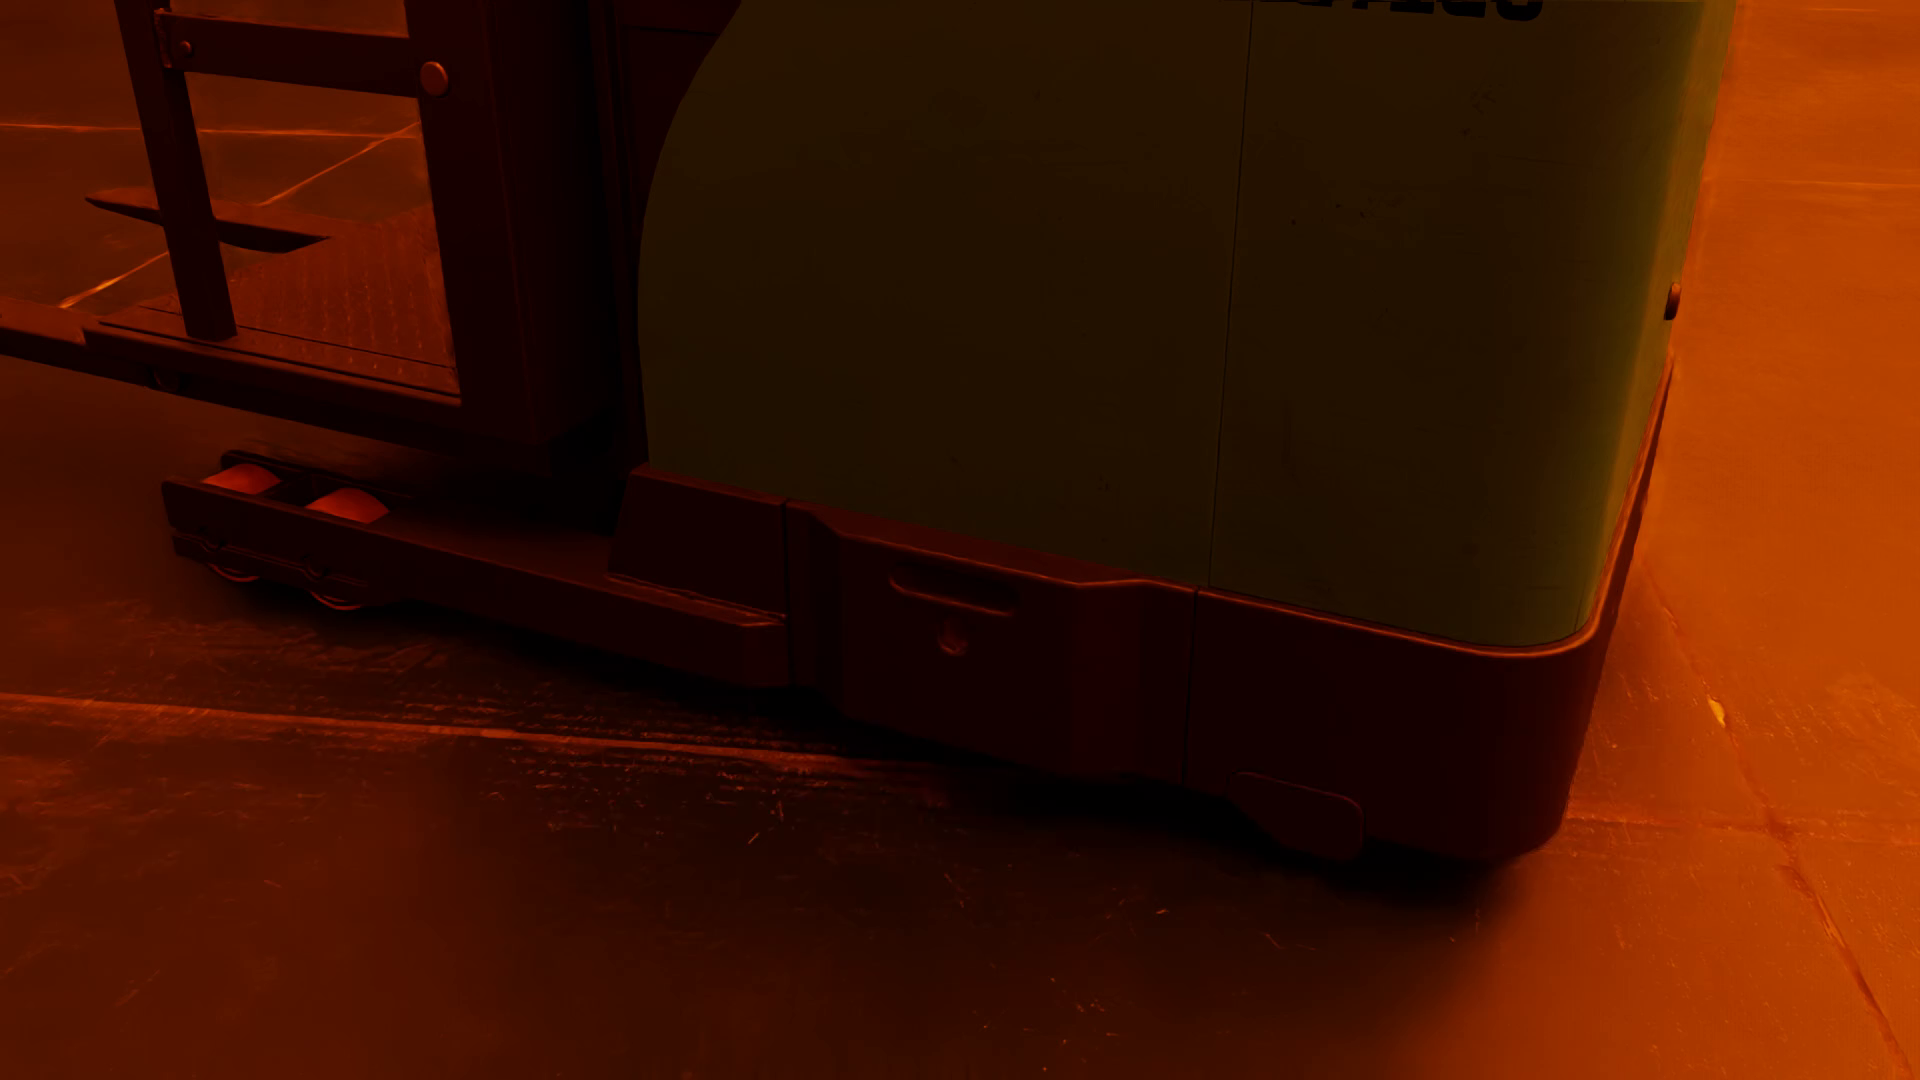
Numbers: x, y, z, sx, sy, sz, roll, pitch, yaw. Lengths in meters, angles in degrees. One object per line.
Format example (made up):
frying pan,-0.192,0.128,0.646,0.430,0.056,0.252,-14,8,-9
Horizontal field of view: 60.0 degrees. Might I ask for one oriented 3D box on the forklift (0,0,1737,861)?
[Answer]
forklift,-0.554,-1.411,2.045,3.031,2.935,1.130,12,29,23
